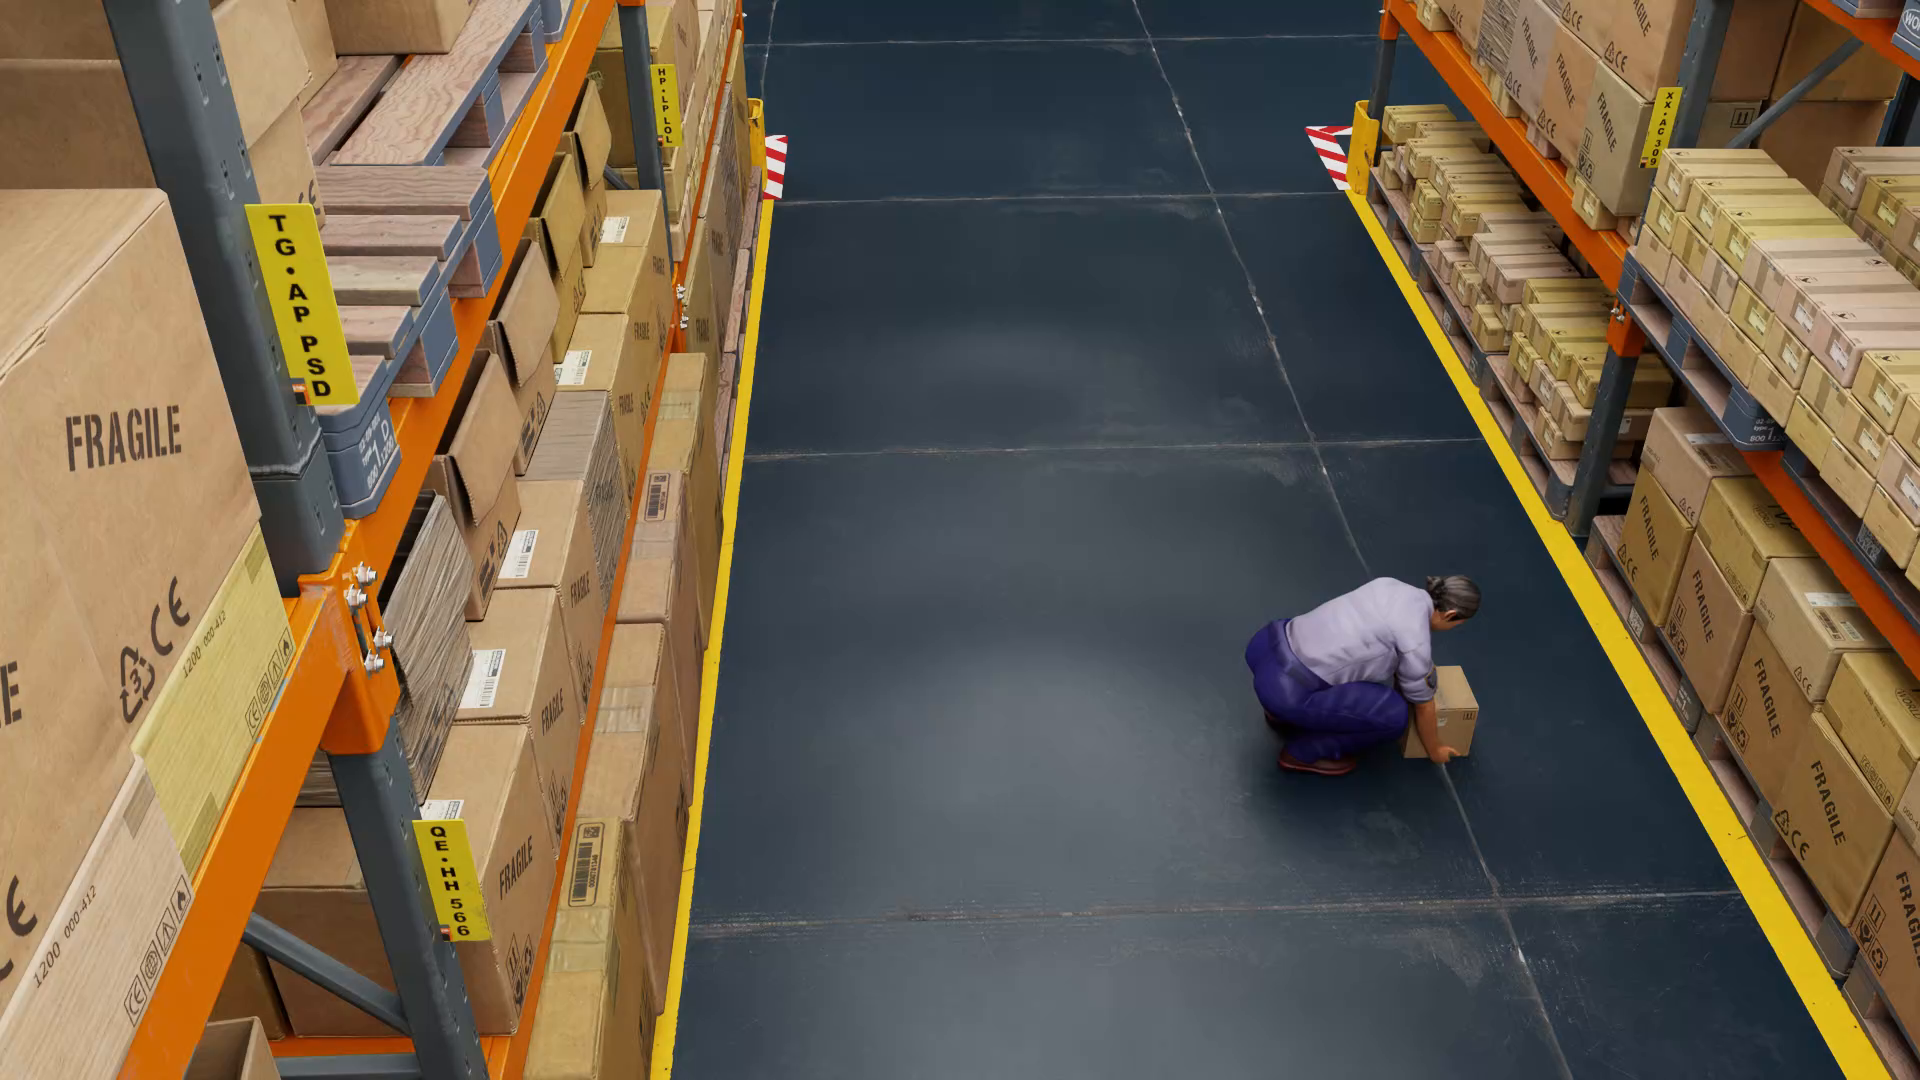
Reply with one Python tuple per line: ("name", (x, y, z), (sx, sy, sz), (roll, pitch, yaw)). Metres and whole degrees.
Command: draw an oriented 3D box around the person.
("person", (1.509, 0.503, 6.298), (0.849, 0.816, 0.526), (-2, 35, -3))
